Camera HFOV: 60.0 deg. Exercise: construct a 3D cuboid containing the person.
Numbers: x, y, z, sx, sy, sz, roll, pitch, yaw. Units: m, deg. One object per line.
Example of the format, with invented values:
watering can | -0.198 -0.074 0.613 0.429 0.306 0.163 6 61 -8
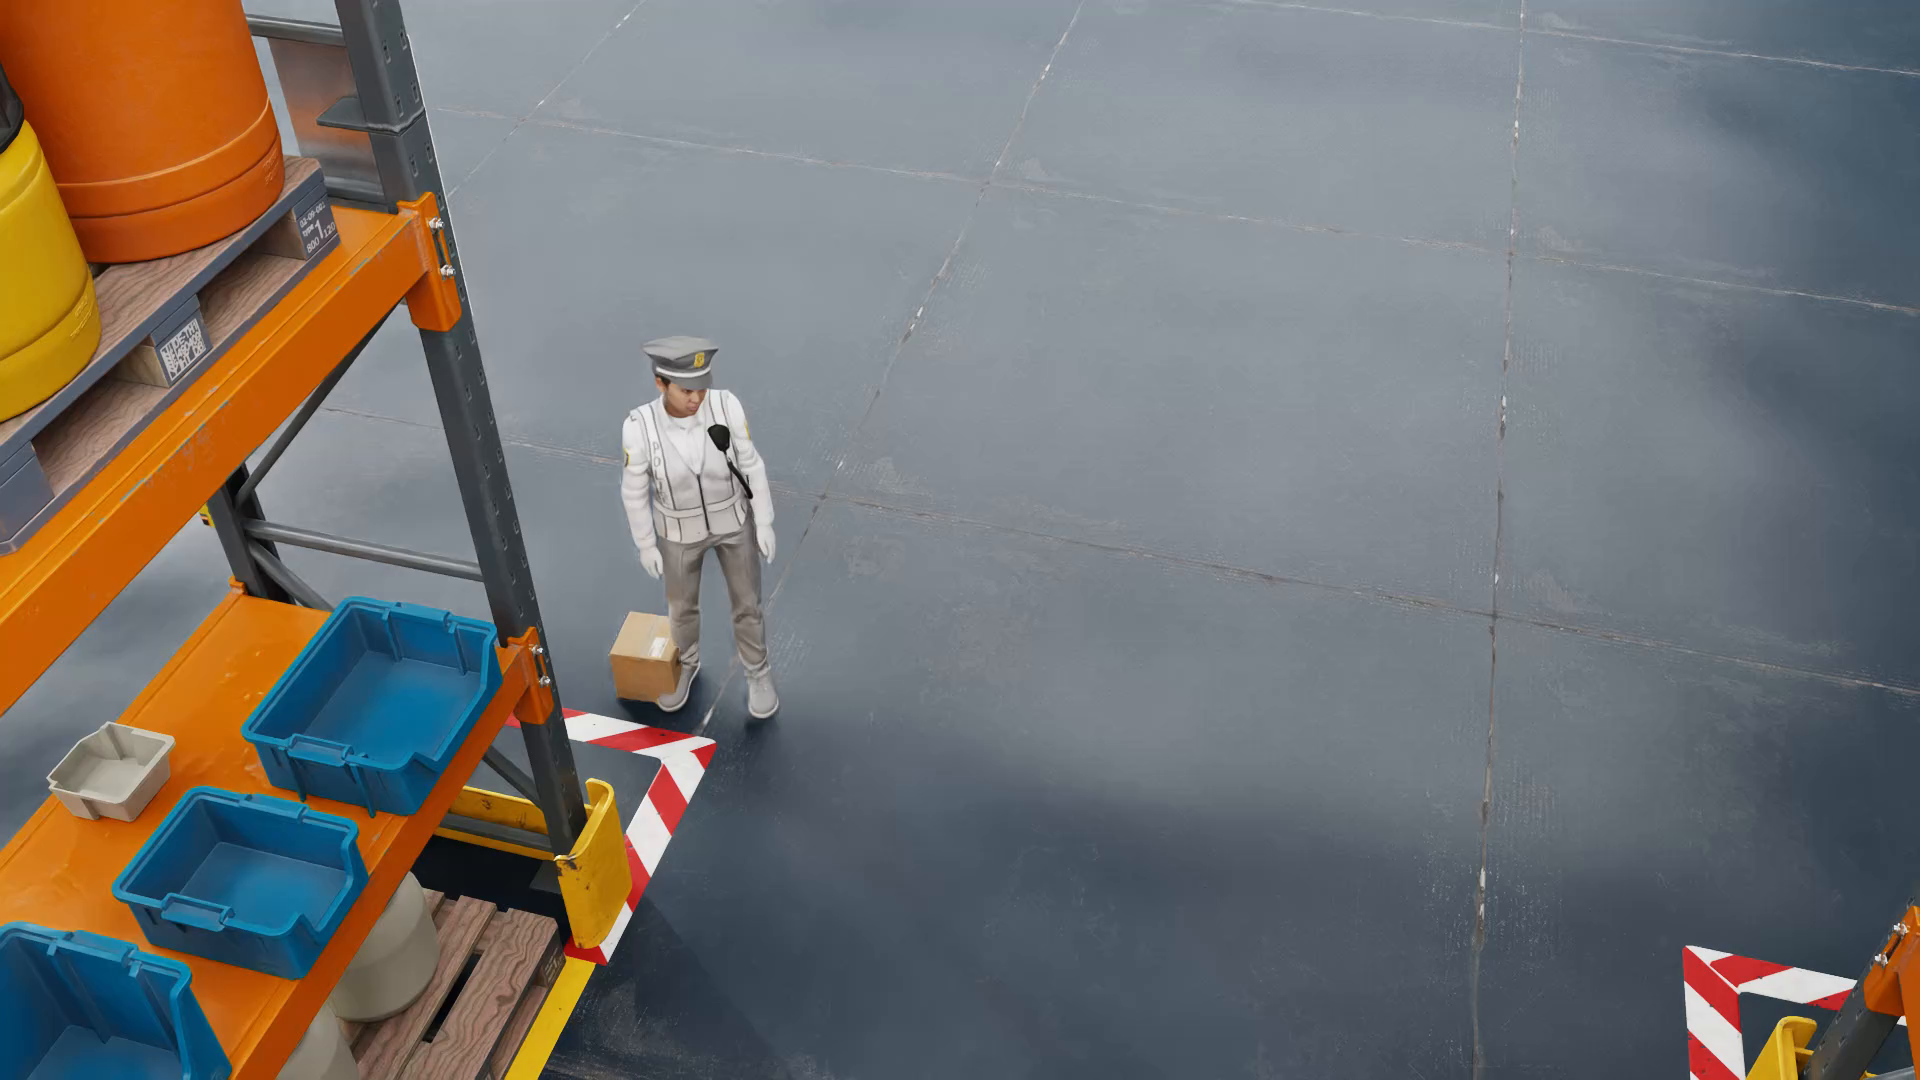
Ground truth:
person | -0.928 -0.021 6.131 0.549 1.685 0.423 -15 43 -16
